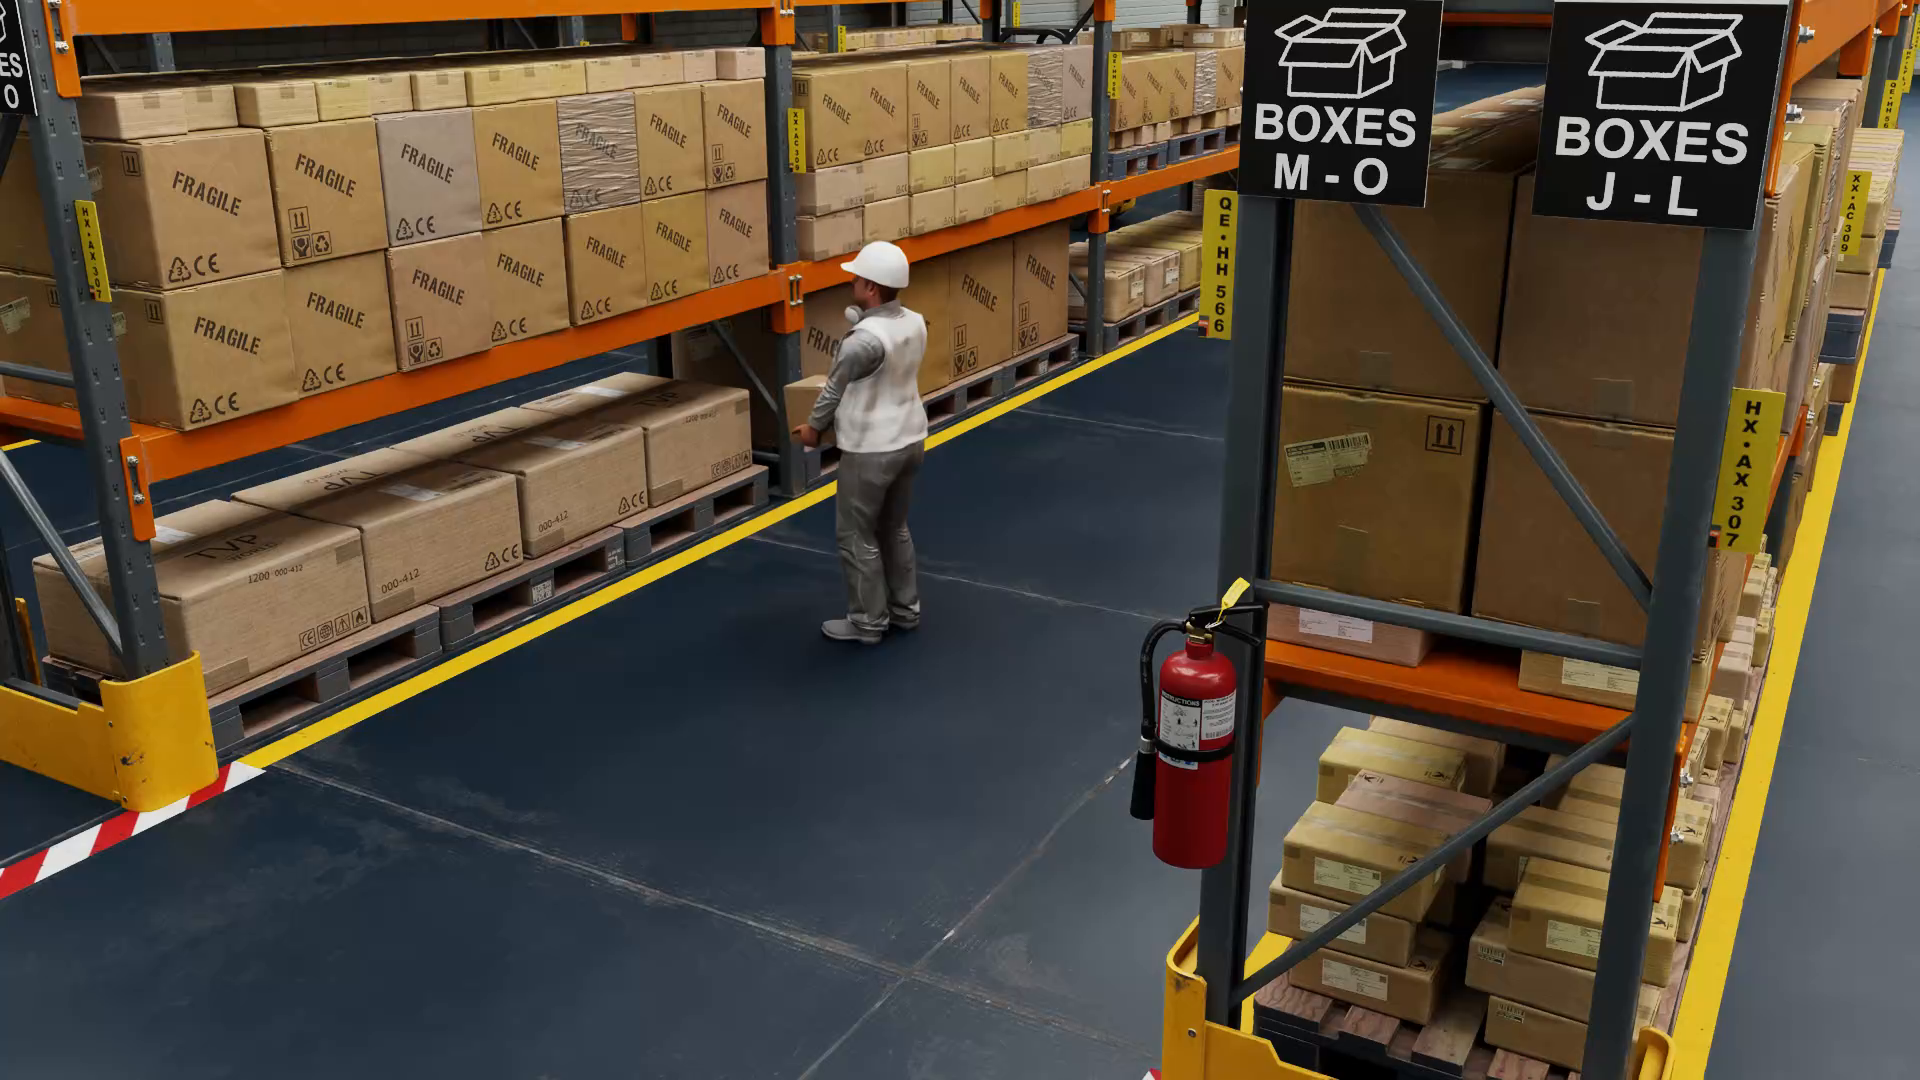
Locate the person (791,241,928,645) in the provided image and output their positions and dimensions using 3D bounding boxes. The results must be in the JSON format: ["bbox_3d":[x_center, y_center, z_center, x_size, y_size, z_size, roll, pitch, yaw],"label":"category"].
[{"bbox_3d":[-0.440,-0.422,7.242,0.554,1.770,0.495,11,22,28],"label":"person"}]
